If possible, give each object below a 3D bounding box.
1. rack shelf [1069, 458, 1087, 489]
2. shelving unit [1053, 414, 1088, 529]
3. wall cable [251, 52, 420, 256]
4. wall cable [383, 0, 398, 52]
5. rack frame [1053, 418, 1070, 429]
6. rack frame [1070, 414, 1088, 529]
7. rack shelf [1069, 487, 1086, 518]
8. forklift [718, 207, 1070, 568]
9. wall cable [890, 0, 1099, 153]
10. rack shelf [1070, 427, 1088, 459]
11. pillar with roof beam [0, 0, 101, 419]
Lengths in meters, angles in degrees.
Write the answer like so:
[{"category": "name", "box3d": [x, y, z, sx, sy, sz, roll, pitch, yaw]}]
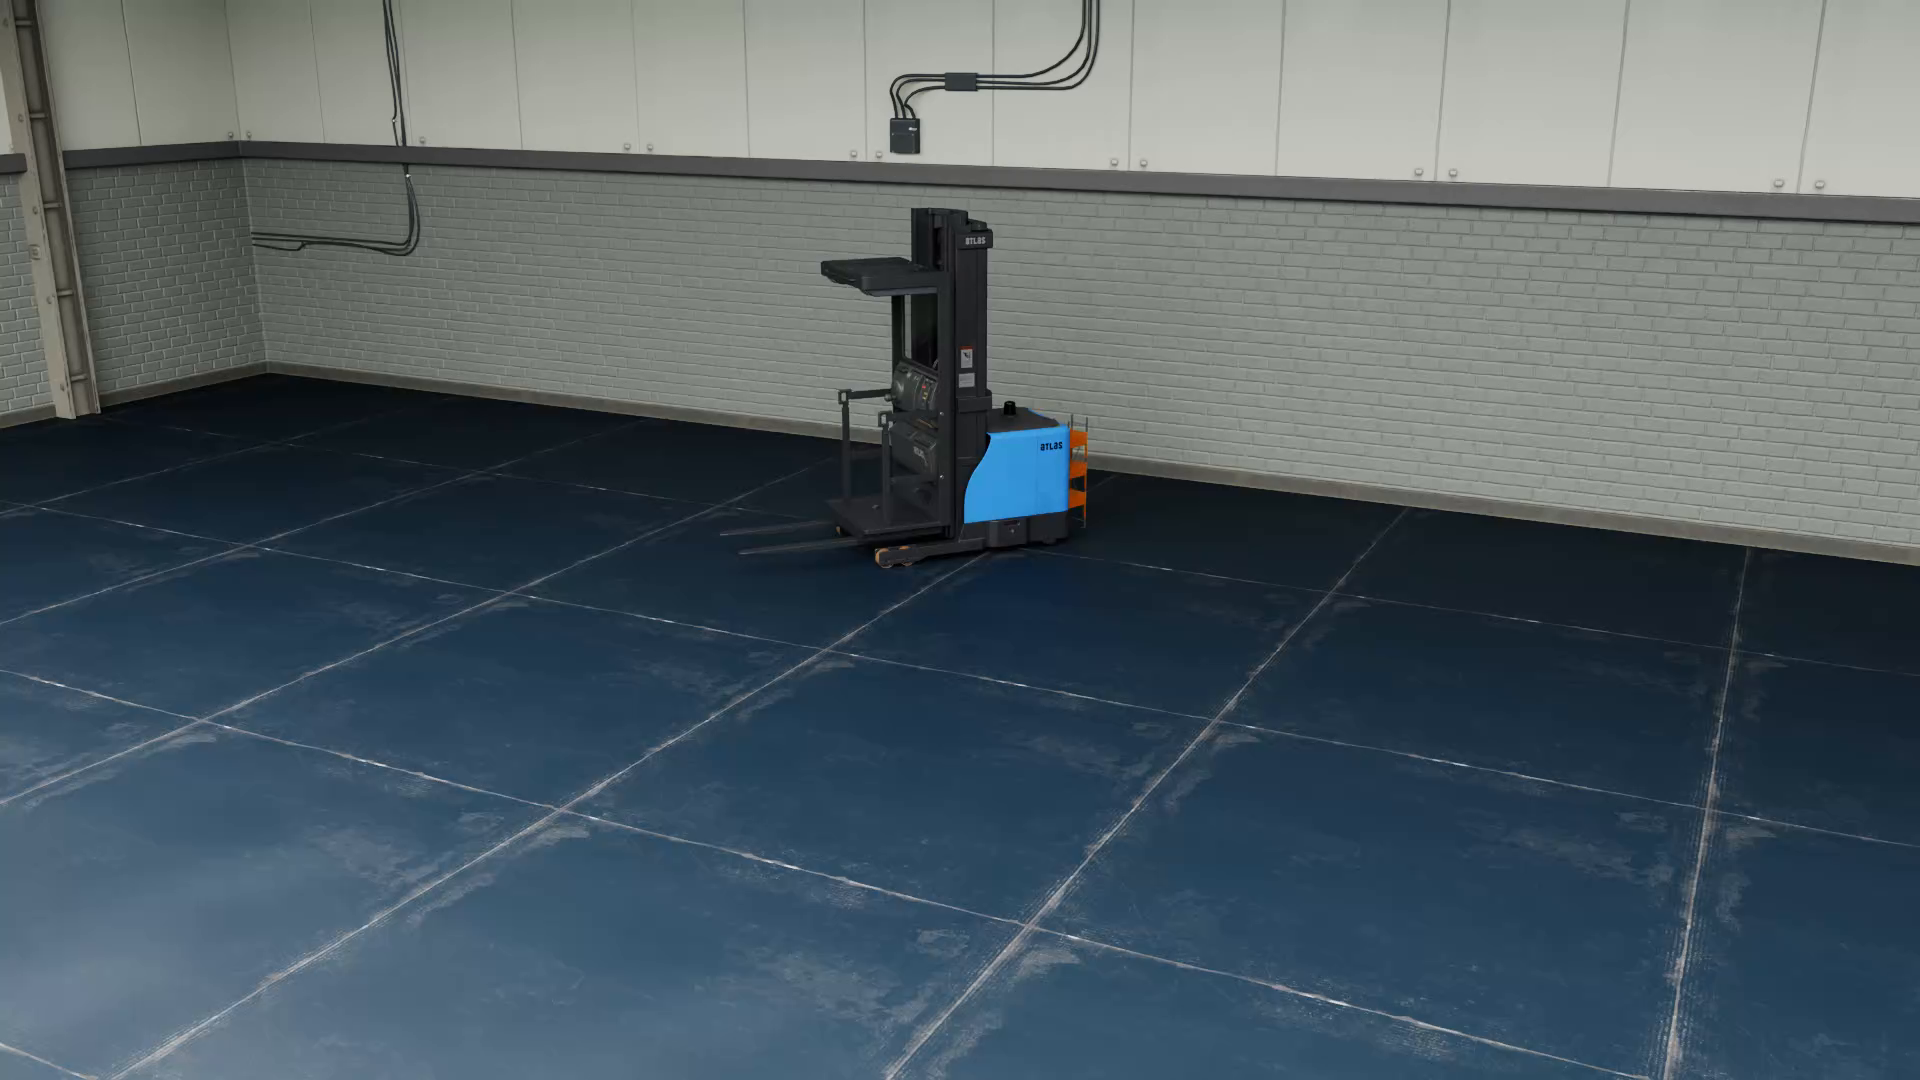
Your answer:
[{"category": "rack shelf", "box3d": [1.000, -0.593, 15.216, 0.240, 0.259, 0.215, -15, 22, -42]}, {"category": "shelving unit", "box3d": [1.000, -0.604, 15.213, 0.252, 1.050, 0.215, -15, 22, -42]}, {"category": "wall cable", "box3d": [-8.178, -4.927, 21.260, 3.097, 2.526, 0.112, 8, 18, 25]}, {"category": "wall cable", "box3d": [-5.758, -7.003, 19.382, 3.097, 2.526, 0.112, 8, 18, 25]}, {"category": "rack frame", "box3d": [0.912, -0.580, 15.132, 0.008, 1.050, 0.200, -15, 22, -42]}, {"category": "rack frame", "box3d": [1.088, -0.628, 15.294, 0.008, 1.050, 0.200, -15, 22, -42]}, {"category": "rack shelf", "box3d": [1.000, -0.327, 15.295, 0.240, 0.259, 0.215, -15, 22, -42]}, {"category": "forklift", "box3d": [-0.578, -1.334, 14.366, 3.031, 2.935, 1.130, -7, 18, -22]}, {"category": "wall cable", "box3d": [0.308, -6.834, 16.254, 2.305, 6.003, 0.169, 8, 18, 25]}, {"category": "rack shelf", "box3d": [1.000, -0.866, 15.135, 0.240, 0.259, 0.215, -15, 22, -42]}, {"category": "pillar with roof beam", "box3d": [-6.826, -5.285, 17.014, 9.100, 9.000, 0.400, 8, 18, 25]}]
